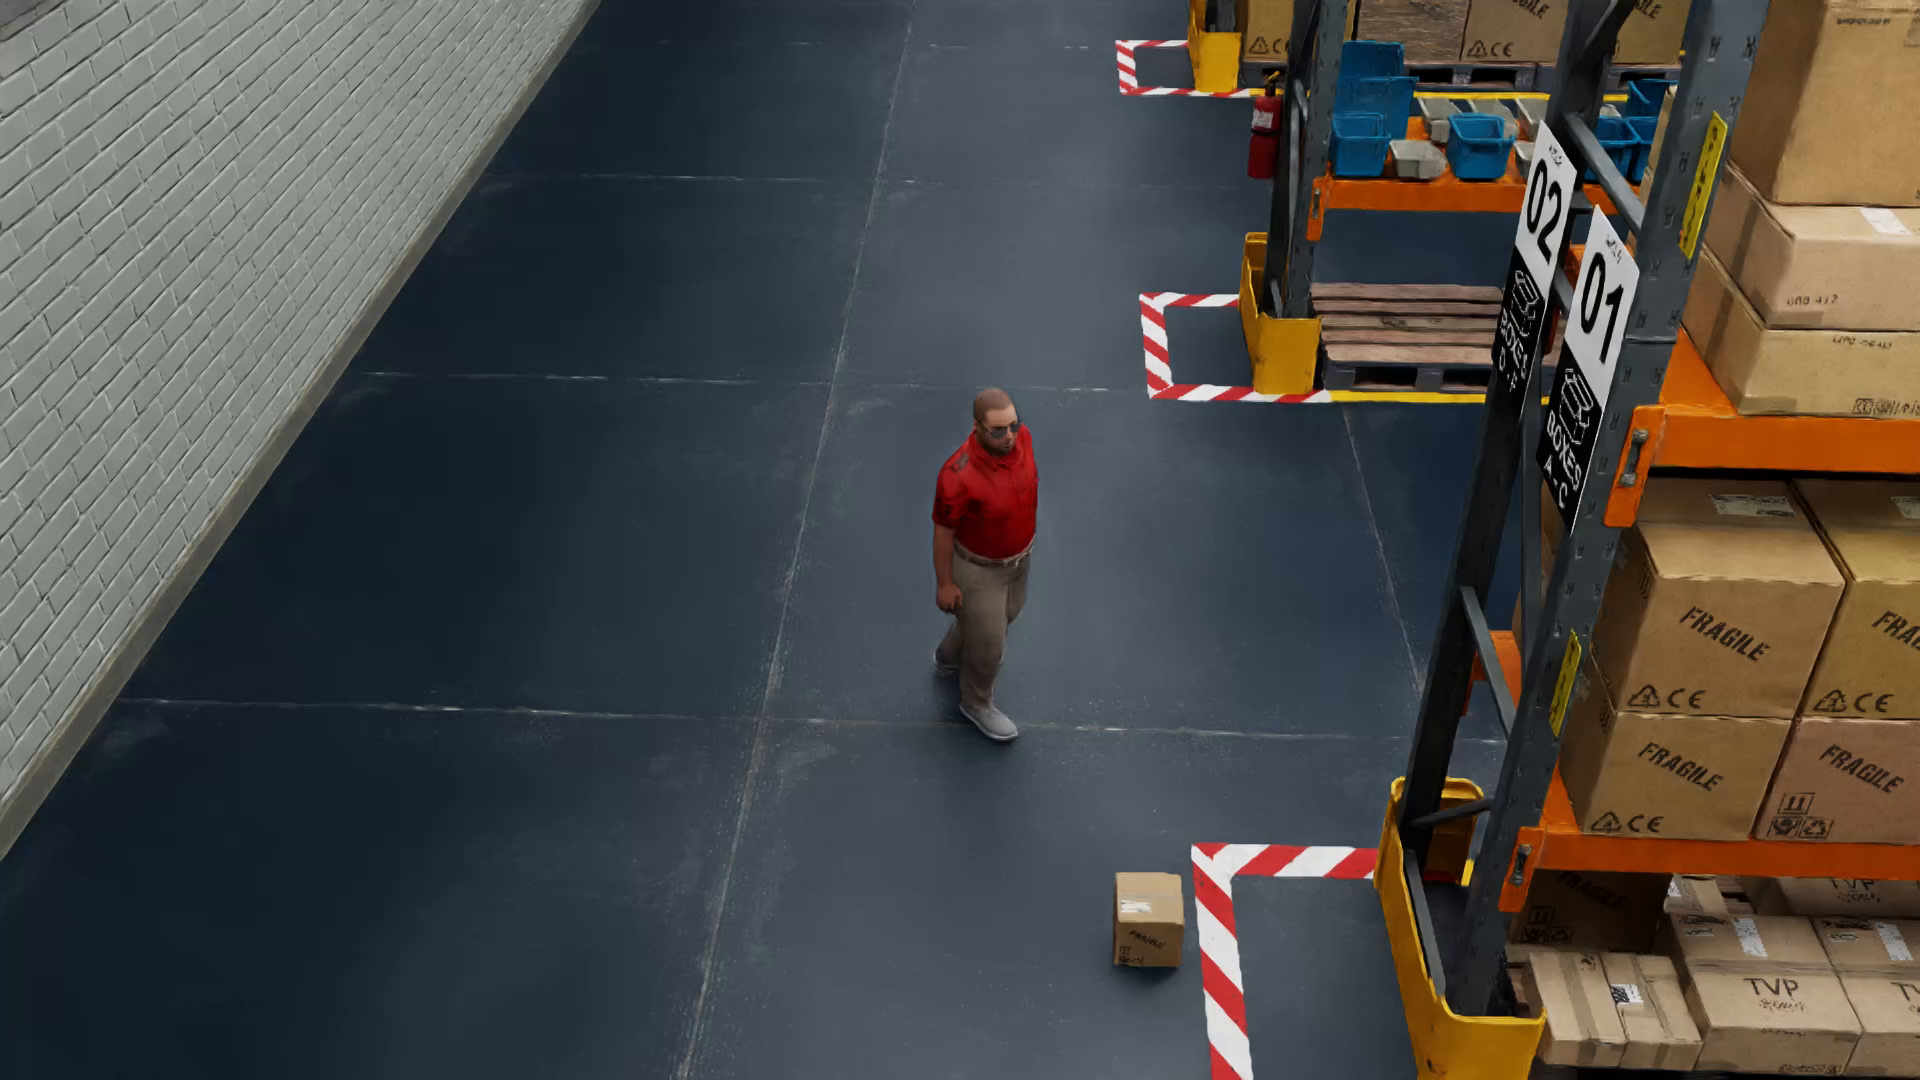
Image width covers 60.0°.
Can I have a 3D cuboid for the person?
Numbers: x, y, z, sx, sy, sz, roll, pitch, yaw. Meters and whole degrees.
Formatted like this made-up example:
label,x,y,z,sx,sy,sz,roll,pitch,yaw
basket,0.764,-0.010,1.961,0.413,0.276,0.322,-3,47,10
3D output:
label,x,y,z,sx,sy,sz,roll,pitch,yaw
person,0.064,0.026,7.037,0.540,1.644,0.574,23,42,29
